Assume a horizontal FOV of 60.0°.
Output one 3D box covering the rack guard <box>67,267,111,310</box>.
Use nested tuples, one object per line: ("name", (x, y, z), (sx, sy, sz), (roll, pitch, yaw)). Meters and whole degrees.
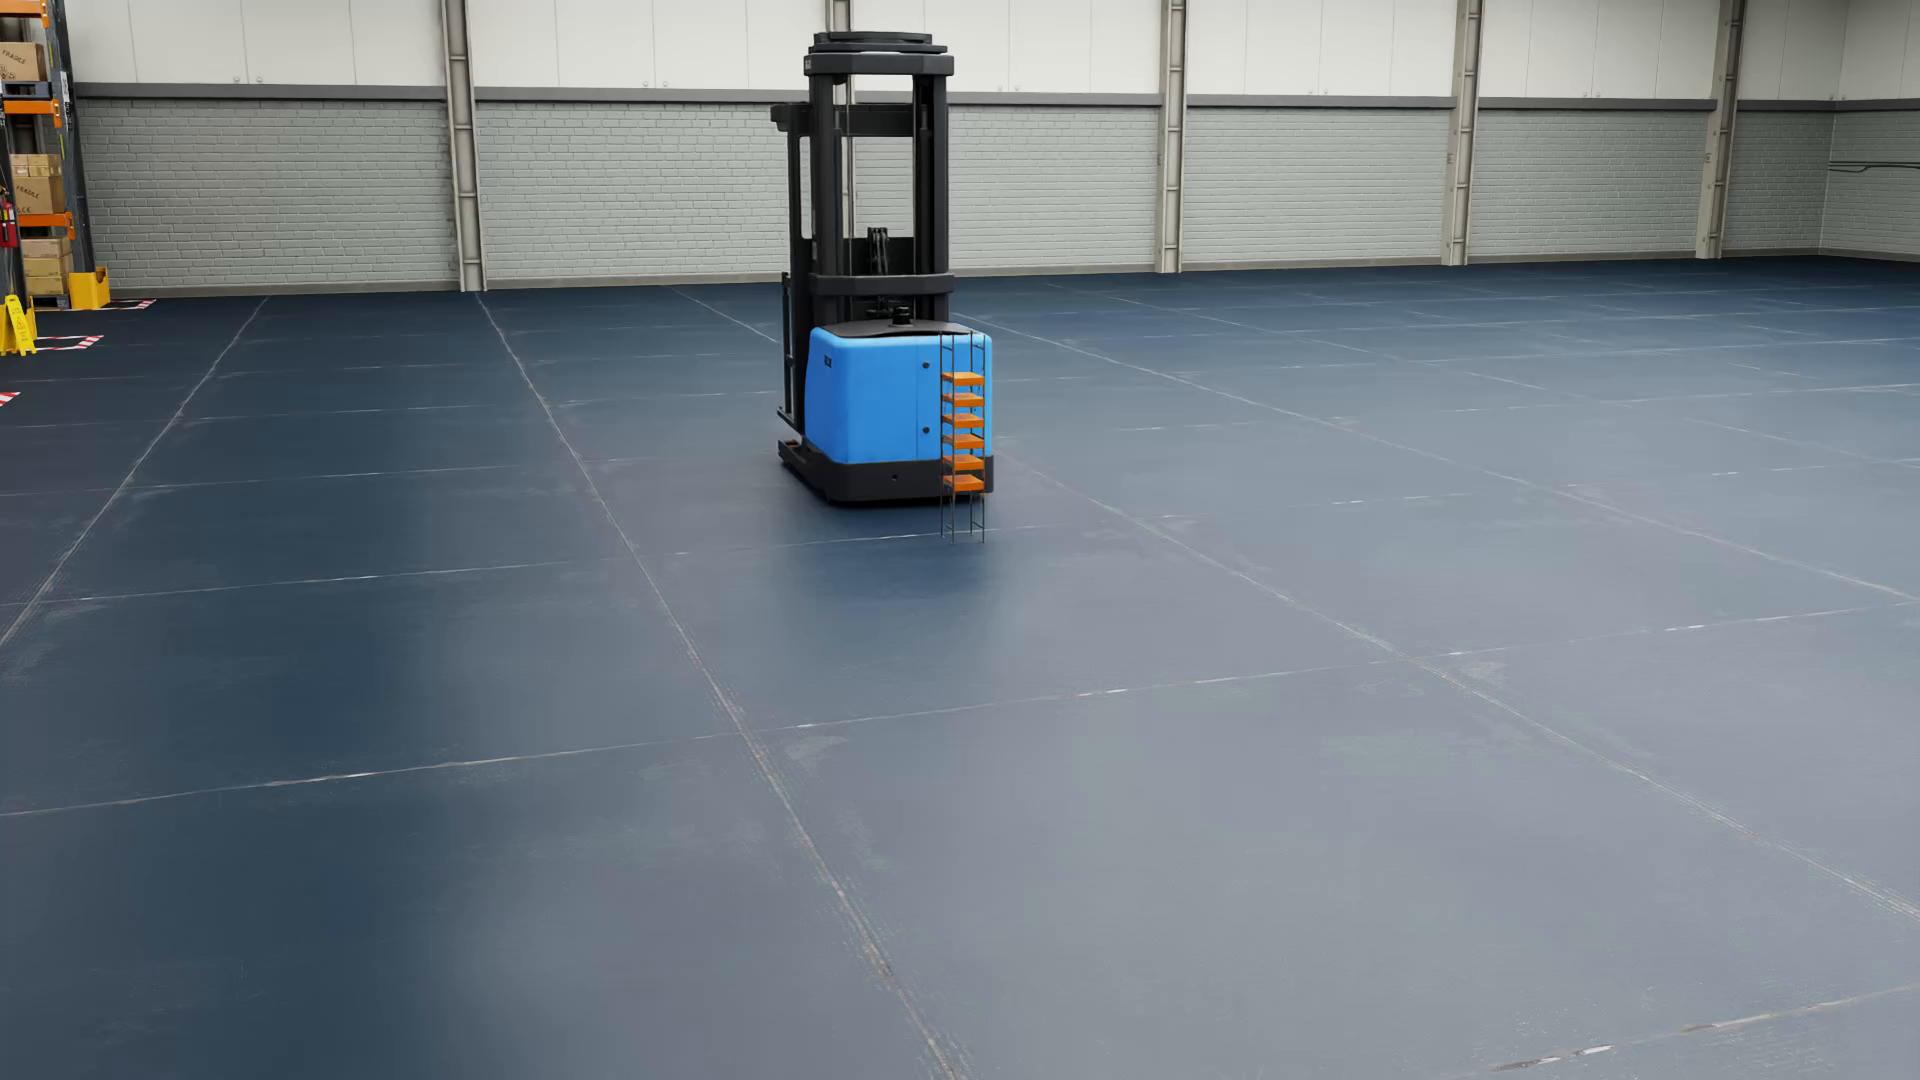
("rack guard", (-12.362, -3.580, 23.612), (0.348, 0.500, 1.175), (-4, 14, -18))

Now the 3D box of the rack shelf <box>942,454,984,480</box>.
("rack shelf", (0.014, -0.425, 9.546), (0.180, 0.103, 0.258), (-4, 14, -18))

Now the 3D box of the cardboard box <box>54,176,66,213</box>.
("cardboard box", (-12.943, -4.867, 23.406), (0.500, 0.500, 0.500), (-4, 14, -16))

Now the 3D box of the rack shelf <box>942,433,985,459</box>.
("rack shelf", (0.014, -0.542, 9.519), (0.180, 0.103, 0.258), (-4, 14, -18))

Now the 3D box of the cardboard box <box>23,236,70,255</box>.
("cardboard box", (-12.900, -4.153, 23.494), (0.500, 0.250, 0.500), (-5, 14, -19))

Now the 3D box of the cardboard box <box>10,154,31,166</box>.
("cardboard box", (-12.881, -5.205, 22.783), (0.250, 0.149, 0.380), (-4, 14, -18))

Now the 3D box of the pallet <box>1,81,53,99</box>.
("pallet", (-13.063, -6.164, 22.783), (1.213, 0.211, 1.003), (-4, 14, -18))

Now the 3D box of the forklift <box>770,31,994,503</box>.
("forklift", (-0.680, -1.958, 11.540), (1.130, 2.935, 3.031), (-4, 14, -16))

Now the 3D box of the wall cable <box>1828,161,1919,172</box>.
("wall cable", (18.315, -8.490, 32.598), (0.112, 2.526, 3.097), (-4, 14, -18))

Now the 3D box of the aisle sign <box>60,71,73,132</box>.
("aisle sign", (-12.229, -5.999, 22.764), (0.004, 0.787, 0.394), (-4, 14, -18))

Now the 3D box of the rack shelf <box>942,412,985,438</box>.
("rack shelf", (0.014, -0.658, 9.491), (0.180, 0.103, 0.258), (-4, 14, -18))

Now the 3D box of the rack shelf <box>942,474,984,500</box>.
("rack shelf", (0.014, -0.308, 9.574), (0.180, 0.103, 0.258), (-4, 14, -18))

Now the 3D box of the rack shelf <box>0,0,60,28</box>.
("rack shelf", (-14.280, -7.020, 22.130), (4.000, 0.370, 1.077), (-4, 14, -18))

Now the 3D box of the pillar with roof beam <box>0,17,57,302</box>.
("pillar with roof beam", (-11.959, -6.915, 19.267), (0.400, 9.000, 9.100), (-4, 14, -18))

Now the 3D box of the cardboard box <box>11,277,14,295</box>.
("cardboard box", (-13.203, -3.522, 23.002), (0.500, 0.250, 0.500), (-4, 14, -18))

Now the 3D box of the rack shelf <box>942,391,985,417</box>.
("rack shelf", (0.014, -0.775, 9.463), (0.180, 0.103, 0.258), (-4, 14, -18))

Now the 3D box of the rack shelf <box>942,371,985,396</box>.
("rack shelf", (0.014, -0.892, 9.435), (0.180, 0.103, 0.258), (-4, 14, -18))

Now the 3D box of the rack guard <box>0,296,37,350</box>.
("rack guard", (-10.870, -2.484, 19.005), (0.348, 0.500, 1.175), (-4, 14, -18))

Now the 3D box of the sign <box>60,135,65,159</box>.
("sign", (-12.225, -5.352, 22.649), (0.005, 0.325, 0.100), (-4, 14, -18))

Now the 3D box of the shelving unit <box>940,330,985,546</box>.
("shelving unit", (0.014, -0.585, 9.508), (0.189, 1.200, 0.258), (-4, 14, -18))

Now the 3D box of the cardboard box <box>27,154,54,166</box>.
("cardboard box", (-12.657, -5.230, 22.889), (0.250, 0.149, 0.380), (-4, 14, -18))

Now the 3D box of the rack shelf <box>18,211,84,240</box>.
("rack shelf", (-14.280, -4.296, 22.778), (4.000, 0.370, 1.077), (-4, 14, -18))

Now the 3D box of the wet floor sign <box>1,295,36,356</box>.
("wet floor sign", (-10.277, -2.340, 18.084), (0.232, 0.644, 0.267), (0, 13, 1))

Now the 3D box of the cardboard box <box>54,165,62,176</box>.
("cardboard box", (-12.789, -5.190, 23.362), (0.250, 0.149, 0.380), (-5, 14, -20))

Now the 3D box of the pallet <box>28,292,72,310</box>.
("pallet", (-13.096, -3.372, 23.362), (1.213, 0.211, 1.003), (-4, 14, -18))

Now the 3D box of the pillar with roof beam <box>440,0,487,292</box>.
("pillar with roof beam", (-6.272, -7.358, 21.128), (0.400, 9.000, 9.100), (-4, 14, -18))

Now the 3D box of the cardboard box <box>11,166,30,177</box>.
("cardboard box", (-12.856, -5.046, 22.756), (0.250, 0.149, 0.380), (-4, 14, -17))

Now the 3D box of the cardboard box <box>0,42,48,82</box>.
("cardboard box", (-12.726, -6.469, 22.534), (0.500, 0.500, 0.500), (-4, 14, -16))

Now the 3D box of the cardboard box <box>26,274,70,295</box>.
("cardboard box", (-12.729, -3.557, 23.148), (0.500, 0.250, 0.500), (-4, 14, -18))

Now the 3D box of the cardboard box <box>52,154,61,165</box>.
("cardboard box", (-12.771, -5.325, 23.287), (0.250, 0.149, 0.380), (-5, 14, -19))

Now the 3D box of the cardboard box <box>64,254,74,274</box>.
("cardboard box", (-12.896, -3.915, 23.573), (0.500, 0.250, 0.500), (-4, 14, -17))

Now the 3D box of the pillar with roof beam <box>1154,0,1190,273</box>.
("pillar with roof beam", (5.101, -8.243, 24.852), (0.400, 9.000, 9.100), (-4, 14, -18))

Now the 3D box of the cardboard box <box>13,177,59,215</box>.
("cardboard box", (-12.767, -4.749, 22.909), (0.500, 0.500, 0.500), (-5, 14, -19))

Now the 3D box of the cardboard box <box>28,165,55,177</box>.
("cardboard box", (-12.624, -5.071, 22.863), (0.250, 0.149, 0.380), (-4, 14, -17))

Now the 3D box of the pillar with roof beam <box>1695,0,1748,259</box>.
("pillar with roof beam", (16.474, -9.129, 28.575), (0.400, 9.000, 9.100), (-4, 14, -18))

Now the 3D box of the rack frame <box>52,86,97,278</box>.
("rack frame", (-12.384, -4.794, 23.315), (0.127, 3.000, 1.000), (-4, 14, -18))

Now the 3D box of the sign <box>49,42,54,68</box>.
("sign", (-12.225, -6.525, 22.370), (0.005, 0.325, 0.100), (-4, 14, -18))

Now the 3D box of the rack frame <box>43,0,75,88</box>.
("rack frame", (-12.384, -7.713, 22.621), (0.127, 3.000, 1.000), (-4, 14, -18))

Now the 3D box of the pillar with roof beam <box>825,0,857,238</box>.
("pillar with roof beam", (-0.586, -7.800, 22.990), (0.400, 9.000, 9.100), (-4, 14, -18))

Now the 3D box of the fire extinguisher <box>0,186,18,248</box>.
("fire extinguisher", (-10.542, -3.575, 18.359), (0.183, 0.674, 0.296), (-4, 14, -18))

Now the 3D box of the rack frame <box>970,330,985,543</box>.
("rack frame", (0.100, -0.592, 9.537), (0.006, 1.200, 0.240), (-4, 14, -18))

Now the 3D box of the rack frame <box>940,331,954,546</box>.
("rack frame", (-0.073, -0.578, 9.480), (0.006, 1.200, 0.240), (-4, 14, -18))

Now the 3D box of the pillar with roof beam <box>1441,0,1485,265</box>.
("pillar with roof beam", (10.788, -8.686, 26.713), (0.400, 9.000, 9.100), (-4, 14, -18))

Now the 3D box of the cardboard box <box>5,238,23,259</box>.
("cardboard box", (-13.204, -4.006, 22.875), (0.500, 0.250, 0.500), (-4, 14, -17))

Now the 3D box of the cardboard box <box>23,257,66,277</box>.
("cardboard box", (-12.746, -3.799, 23.088), (0.500, 0.250, 0.500), (-5, 14, -19))

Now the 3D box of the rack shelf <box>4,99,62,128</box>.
("rack shelf", (-14.280, -5.756, 22.431), (4.000, 0.370, 1.077), (-4, 14, -18))

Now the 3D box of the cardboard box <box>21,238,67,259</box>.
("cardboard box", (-12.721, -4.045, 23.039), (0.500, 0.250, 0.500), (-4, 14, -16))

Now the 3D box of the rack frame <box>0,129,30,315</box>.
("rack frame", (-10.798, -3.706, 18.740), (0.127, 3.000, 1.000), (-4, 14, -18))

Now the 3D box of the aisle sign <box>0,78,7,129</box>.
("aisle sign", (-10.838, -5.043, 18.744), (0.004, 0.787, 0.394), (-4, 14, -18))
